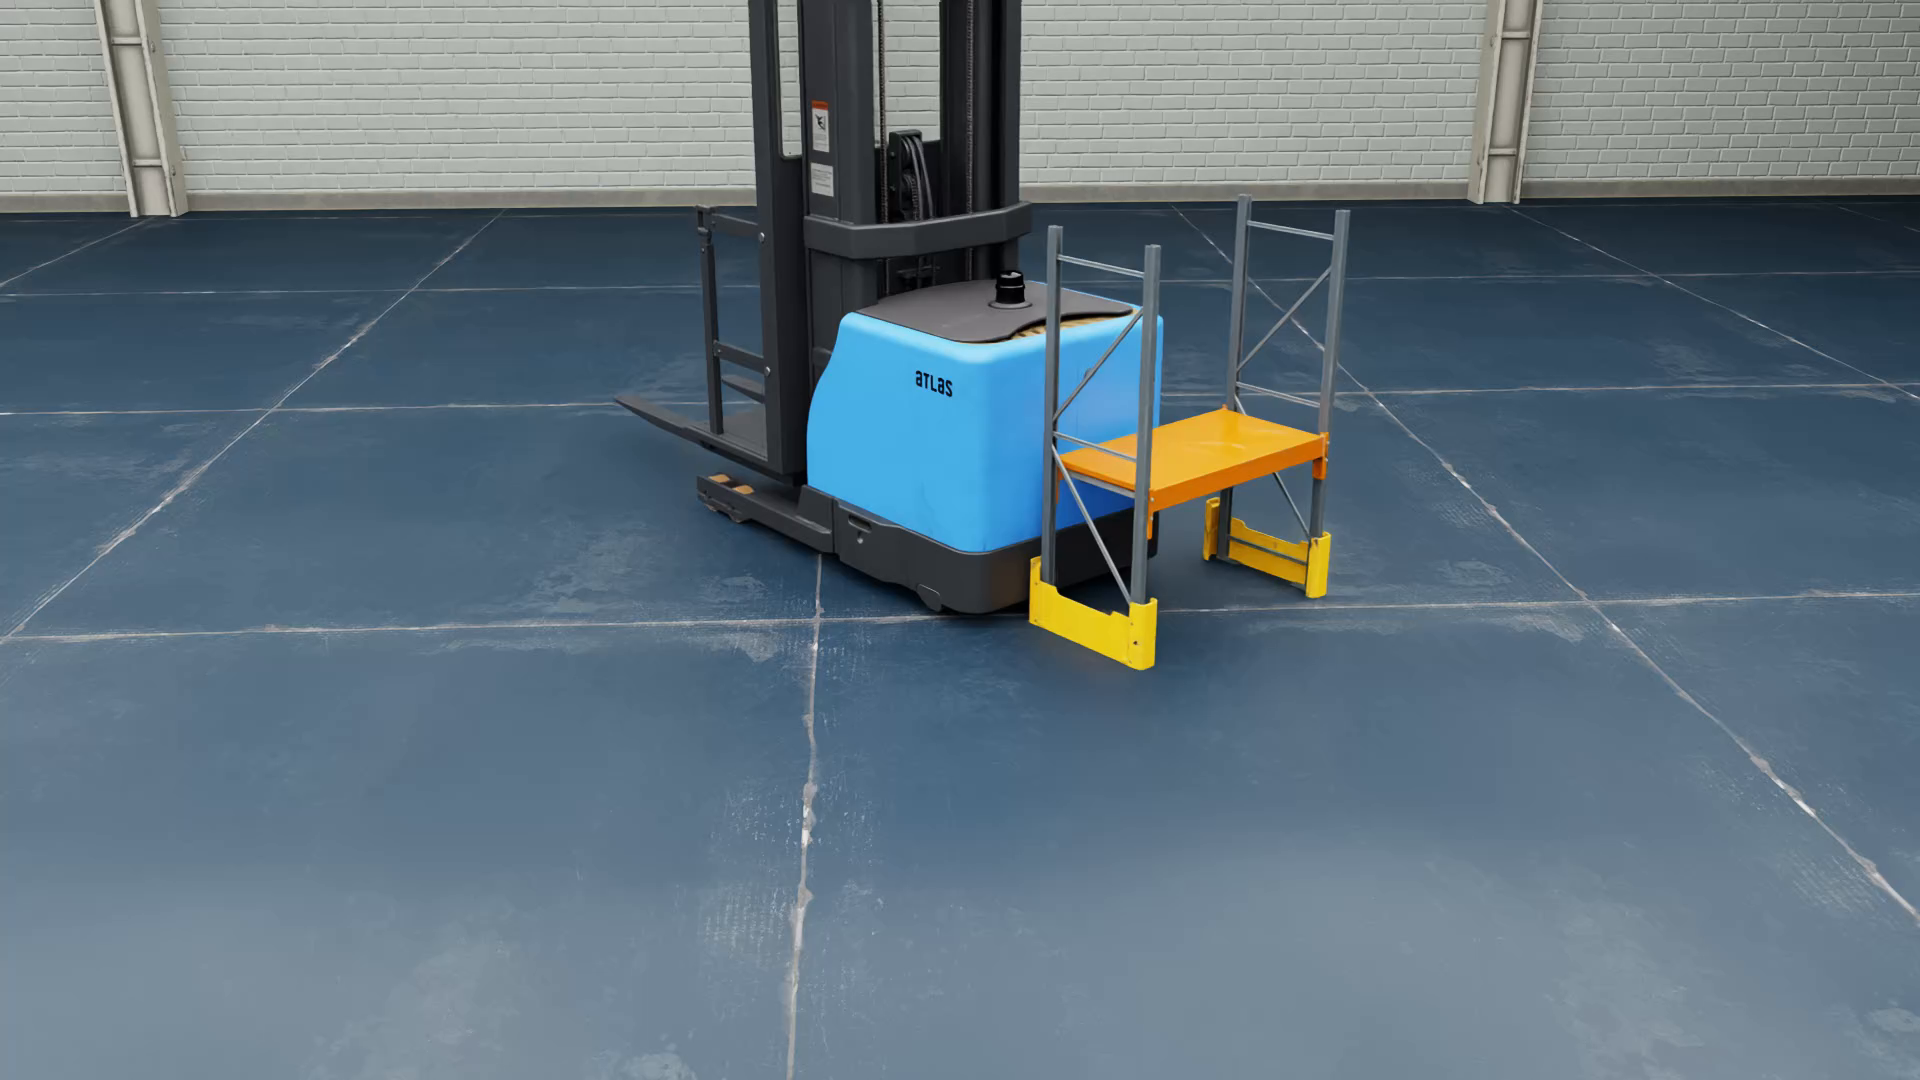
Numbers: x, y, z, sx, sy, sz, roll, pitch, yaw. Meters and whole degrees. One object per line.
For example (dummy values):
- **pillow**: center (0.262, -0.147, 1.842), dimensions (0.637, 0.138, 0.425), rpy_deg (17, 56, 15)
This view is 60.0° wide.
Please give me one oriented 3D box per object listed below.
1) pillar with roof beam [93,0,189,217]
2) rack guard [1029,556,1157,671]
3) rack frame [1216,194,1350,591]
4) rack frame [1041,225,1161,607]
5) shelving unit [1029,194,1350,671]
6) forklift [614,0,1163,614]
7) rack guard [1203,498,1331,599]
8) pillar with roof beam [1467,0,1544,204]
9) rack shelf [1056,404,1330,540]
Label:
- **pillar with roof beam**: center (-6.820, -5.562, 9.082), dimensions (0.400, 9.000, 9.100), rpy_deg (-1, 21, -3)
- **rack guard**: center (0.479, 0.261, 6.082), dimensions (0.087, 0.250, 0.587), rpy_deg (-17, 27, -38)
- **rack frame**: center (1.243, -0.561, 6.485), dimensions (0.032, 1.500, 0.500), rpy_deg (-17, 27, -38)
- **rack frame**: center (0.479, -0.322, 5.858), dimensions (0.032, 1.500, 0.500), rpy_deg (-17, 27, -38)
- **shelving unit**: center (0.854, -0.440, 6.166), dimensions (1.083, 1.500, 0.587), rpy_deg (-17, 27, -38)
- **forklift**: center (-0.524, -1.545, 7.060), dimensions (1.130, 2.935, 3.031), rpy_deg (-17, 26, -37)
- **rack guard**: center (1.227, 0.027, 6.696), dimensions (0.087, 0.250, 0.587), rpy_deg (-17, 27, -38)
- **pillar with roof beam**: center (5.160, -5.806, 9.722), dimensions (0.400, 9.000, 9.100), rpy_deg (-1, 21, -3)
- **rack shelf**: center (0.861, -0.274, 6.235), dimensions (1.000, 0.185, 0.538), rpy_deg (-17, 27, -38)
